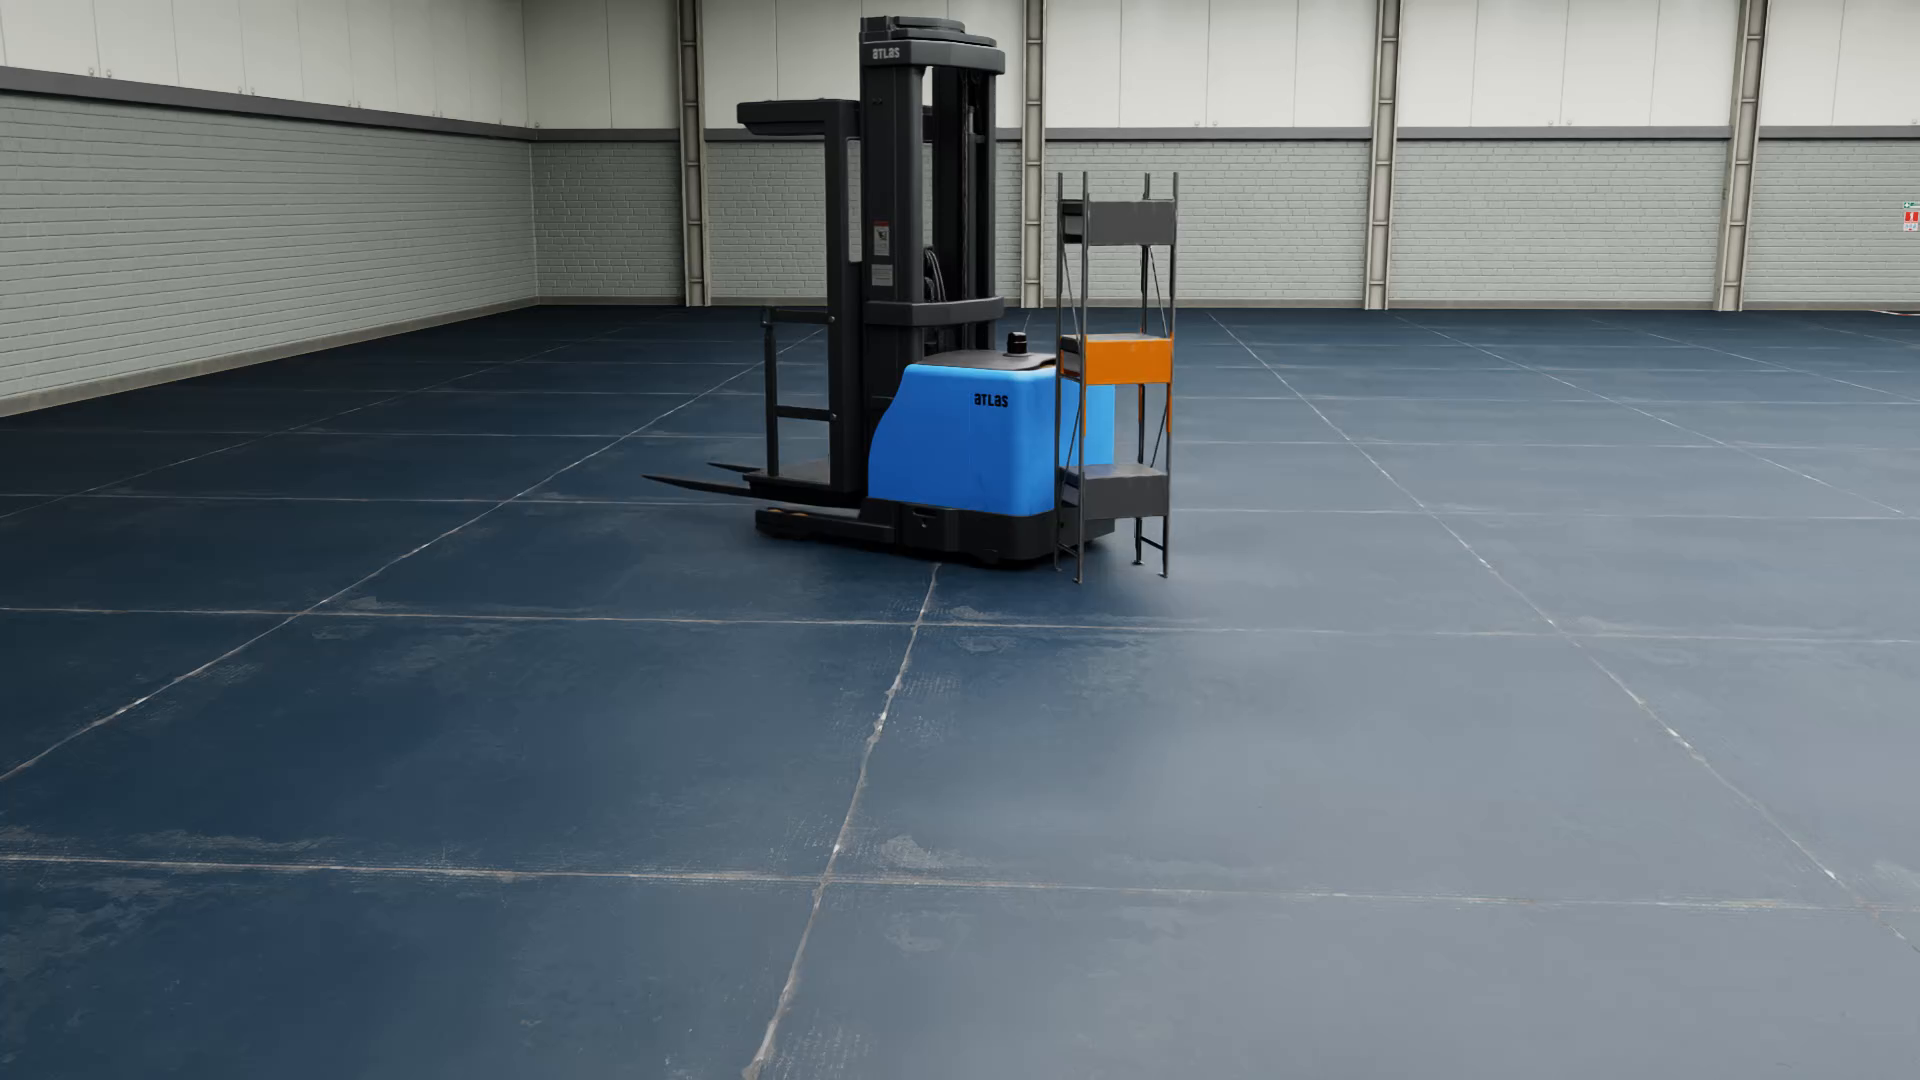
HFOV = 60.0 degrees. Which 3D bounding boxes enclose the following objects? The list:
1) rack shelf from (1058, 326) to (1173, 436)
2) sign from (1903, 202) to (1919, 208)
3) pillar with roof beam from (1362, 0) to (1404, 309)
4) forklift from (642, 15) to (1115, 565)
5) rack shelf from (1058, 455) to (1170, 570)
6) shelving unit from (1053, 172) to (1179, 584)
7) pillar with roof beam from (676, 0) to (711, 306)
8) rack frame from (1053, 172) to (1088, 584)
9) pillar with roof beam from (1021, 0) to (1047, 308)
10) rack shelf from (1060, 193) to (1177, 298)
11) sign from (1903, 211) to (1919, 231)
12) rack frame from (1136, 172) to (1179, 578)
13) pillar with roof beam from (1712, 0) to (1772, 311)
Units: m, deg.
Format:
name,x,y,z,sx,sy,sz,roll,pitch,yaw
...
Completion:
name,x,y,z,sx,sy,sz,roll,pitch,yaw
rack shelf,0.805,-0.838,8.712,0.480,0.518,0.431,-4,12,-16
sign,16.238,-5.701,28.314,0.331,0.109,0.001,1,12,4
pillar with roof beam,6.981,-7.577,24.011,0.400,9.000,9.100,1,12,4
forklift,-0.605,-1.511,9.835,3.031,2.935,1.130,8,14,33
rack shelf,0.805,-0.153,8.855,0.480,0.518,0.431,-4,12,-16
shelving unit,0.805,-0.851,8.709,0.503,2.100,0.431,-4,12,-16
pillar with roof beam,-4.992,-7.741,24.796,0.400,9.000,9.100,1,12,4
rack frame,0.571,-0.837,8.640,0.015,2.100,0.400,-4,12,-16
pillar with roof beam,0.994,-7.659,24.404,0.400,9.000,9.100,1,12,4
rack shelf,0.805,-1.523,8.569,0.480,0.518,0.431,-4,12,-16
sign,16.234,-5.443,28.377,0.234,0.329,0.001,1,12,4
rack frame,1.038,-0.866,8.778,0.015,2.100,0.400,-4,12,-16
pillar with roof beam,12.967,-7.495,23.619,0.400,9.000,9.100,1,12,4
